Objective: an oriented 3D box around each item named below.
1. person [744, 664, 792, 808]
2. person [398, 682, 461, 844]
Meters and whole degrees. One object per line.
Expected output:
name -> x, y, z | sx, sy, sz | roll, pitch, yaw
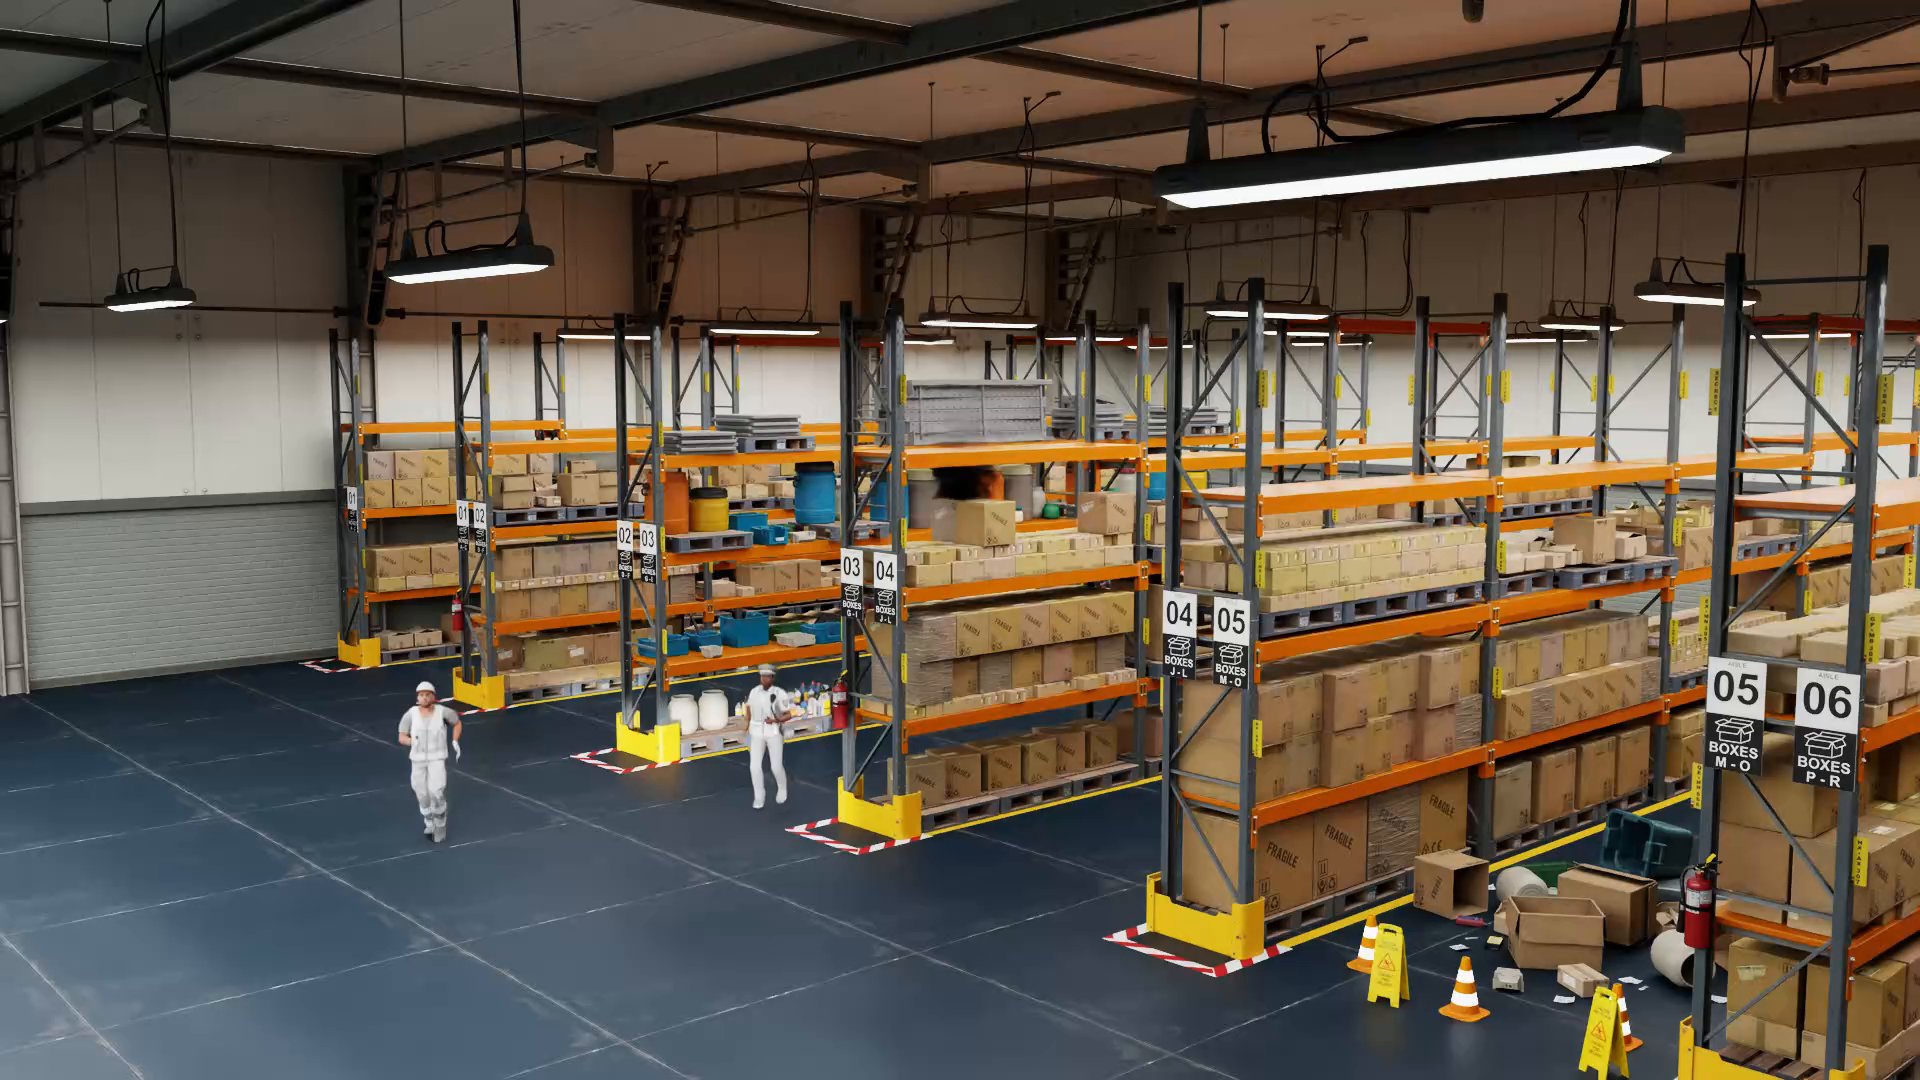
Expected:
person -> -2.212, 2.246, 19.053 | 0.587, 1.691, 0.851 | 1, 6, 8
person -> -5.865, 2.461, 18.382 | 0.639, 1.798, 0.716 | -1, 6, -7
